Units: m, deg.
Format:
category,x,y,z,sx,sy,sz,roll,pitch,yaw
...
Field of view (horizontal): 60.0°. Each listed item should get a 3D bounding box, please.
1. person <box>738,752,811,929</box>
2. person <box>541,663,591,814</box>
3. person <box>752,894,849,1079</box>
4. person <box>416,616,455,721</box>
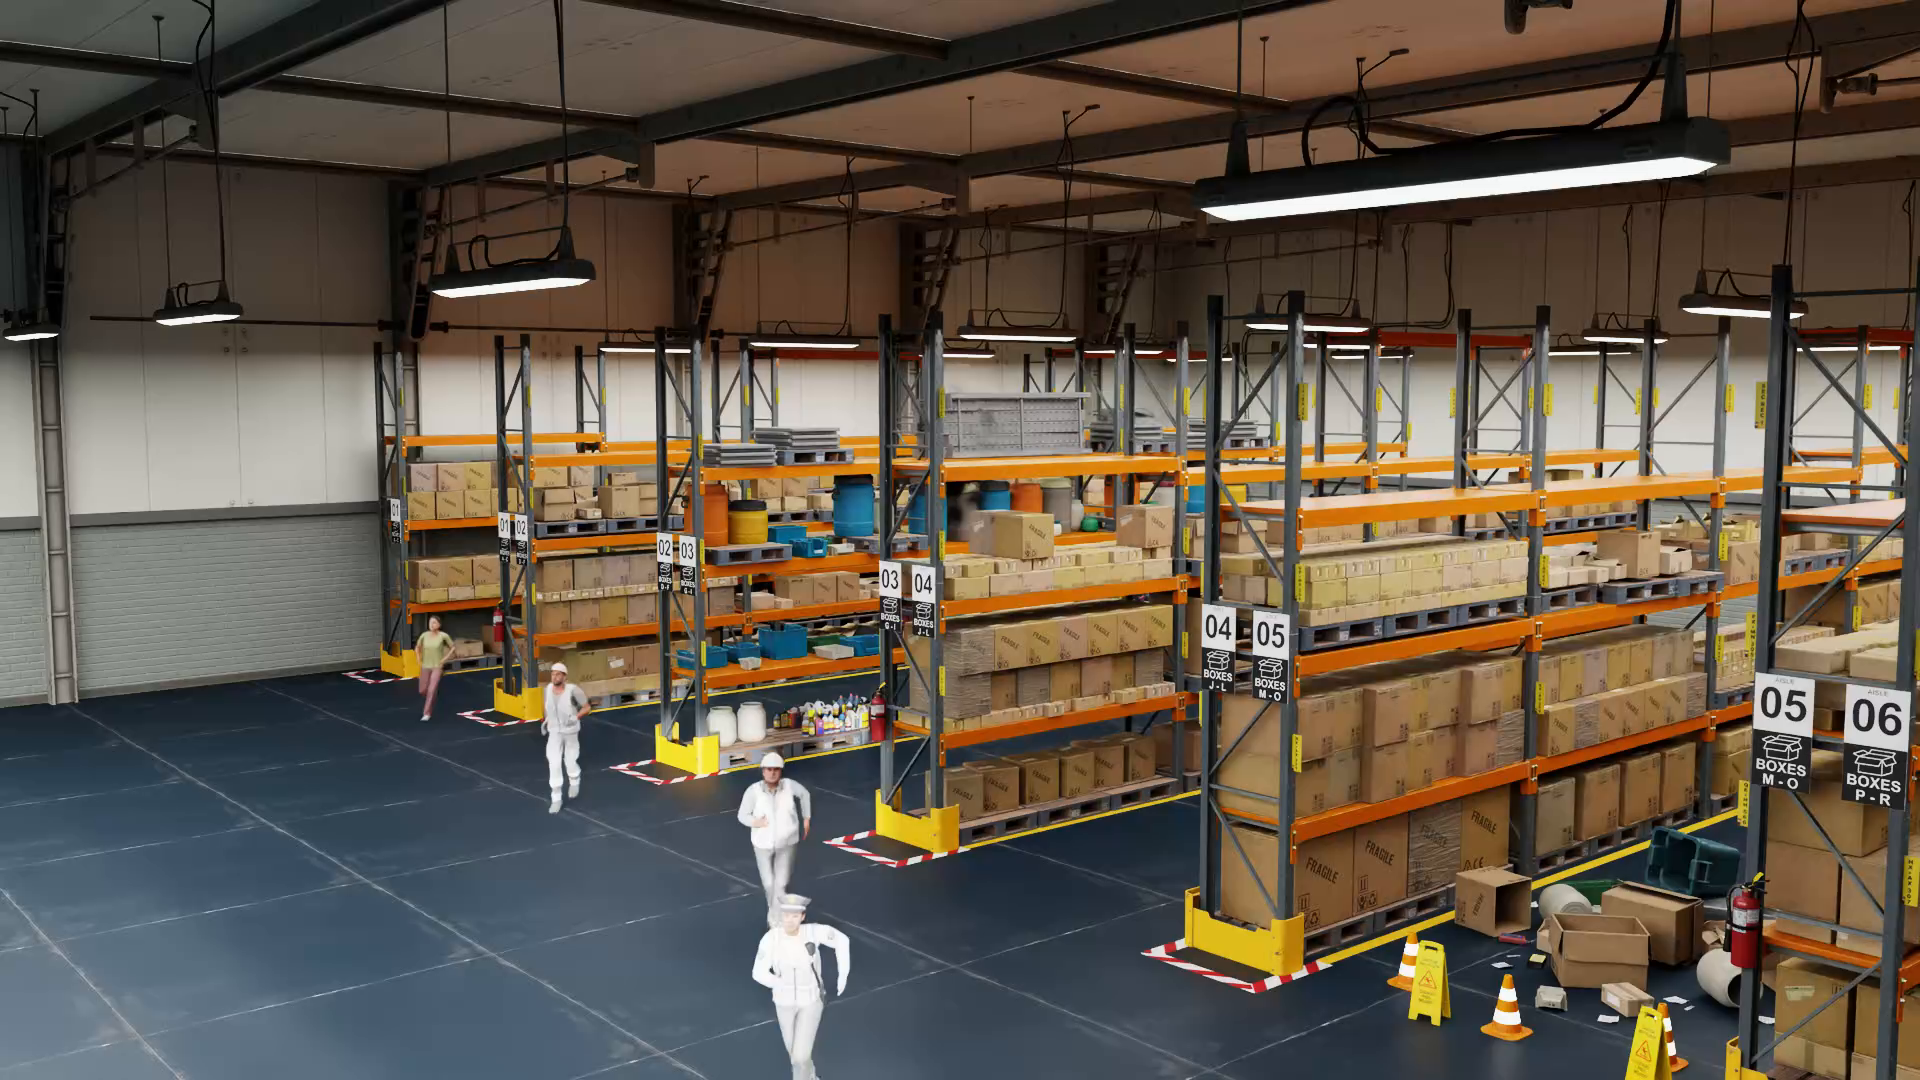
category,x,y,z,sx,sy,sz,roll,pitch,yaw
person,-1.744,2.869,15.641,0.678,1.819,0.901,0,5,-5
person,-4.866,2.408,20.566,0.638,1.829,0.835,0,5,4
person,-1.117,3.265,11.685,0.640,1.692,0.799,1,5,6
person,-8.231,1.986,26.098,0.608,1.625,0.669,0,5,-1
